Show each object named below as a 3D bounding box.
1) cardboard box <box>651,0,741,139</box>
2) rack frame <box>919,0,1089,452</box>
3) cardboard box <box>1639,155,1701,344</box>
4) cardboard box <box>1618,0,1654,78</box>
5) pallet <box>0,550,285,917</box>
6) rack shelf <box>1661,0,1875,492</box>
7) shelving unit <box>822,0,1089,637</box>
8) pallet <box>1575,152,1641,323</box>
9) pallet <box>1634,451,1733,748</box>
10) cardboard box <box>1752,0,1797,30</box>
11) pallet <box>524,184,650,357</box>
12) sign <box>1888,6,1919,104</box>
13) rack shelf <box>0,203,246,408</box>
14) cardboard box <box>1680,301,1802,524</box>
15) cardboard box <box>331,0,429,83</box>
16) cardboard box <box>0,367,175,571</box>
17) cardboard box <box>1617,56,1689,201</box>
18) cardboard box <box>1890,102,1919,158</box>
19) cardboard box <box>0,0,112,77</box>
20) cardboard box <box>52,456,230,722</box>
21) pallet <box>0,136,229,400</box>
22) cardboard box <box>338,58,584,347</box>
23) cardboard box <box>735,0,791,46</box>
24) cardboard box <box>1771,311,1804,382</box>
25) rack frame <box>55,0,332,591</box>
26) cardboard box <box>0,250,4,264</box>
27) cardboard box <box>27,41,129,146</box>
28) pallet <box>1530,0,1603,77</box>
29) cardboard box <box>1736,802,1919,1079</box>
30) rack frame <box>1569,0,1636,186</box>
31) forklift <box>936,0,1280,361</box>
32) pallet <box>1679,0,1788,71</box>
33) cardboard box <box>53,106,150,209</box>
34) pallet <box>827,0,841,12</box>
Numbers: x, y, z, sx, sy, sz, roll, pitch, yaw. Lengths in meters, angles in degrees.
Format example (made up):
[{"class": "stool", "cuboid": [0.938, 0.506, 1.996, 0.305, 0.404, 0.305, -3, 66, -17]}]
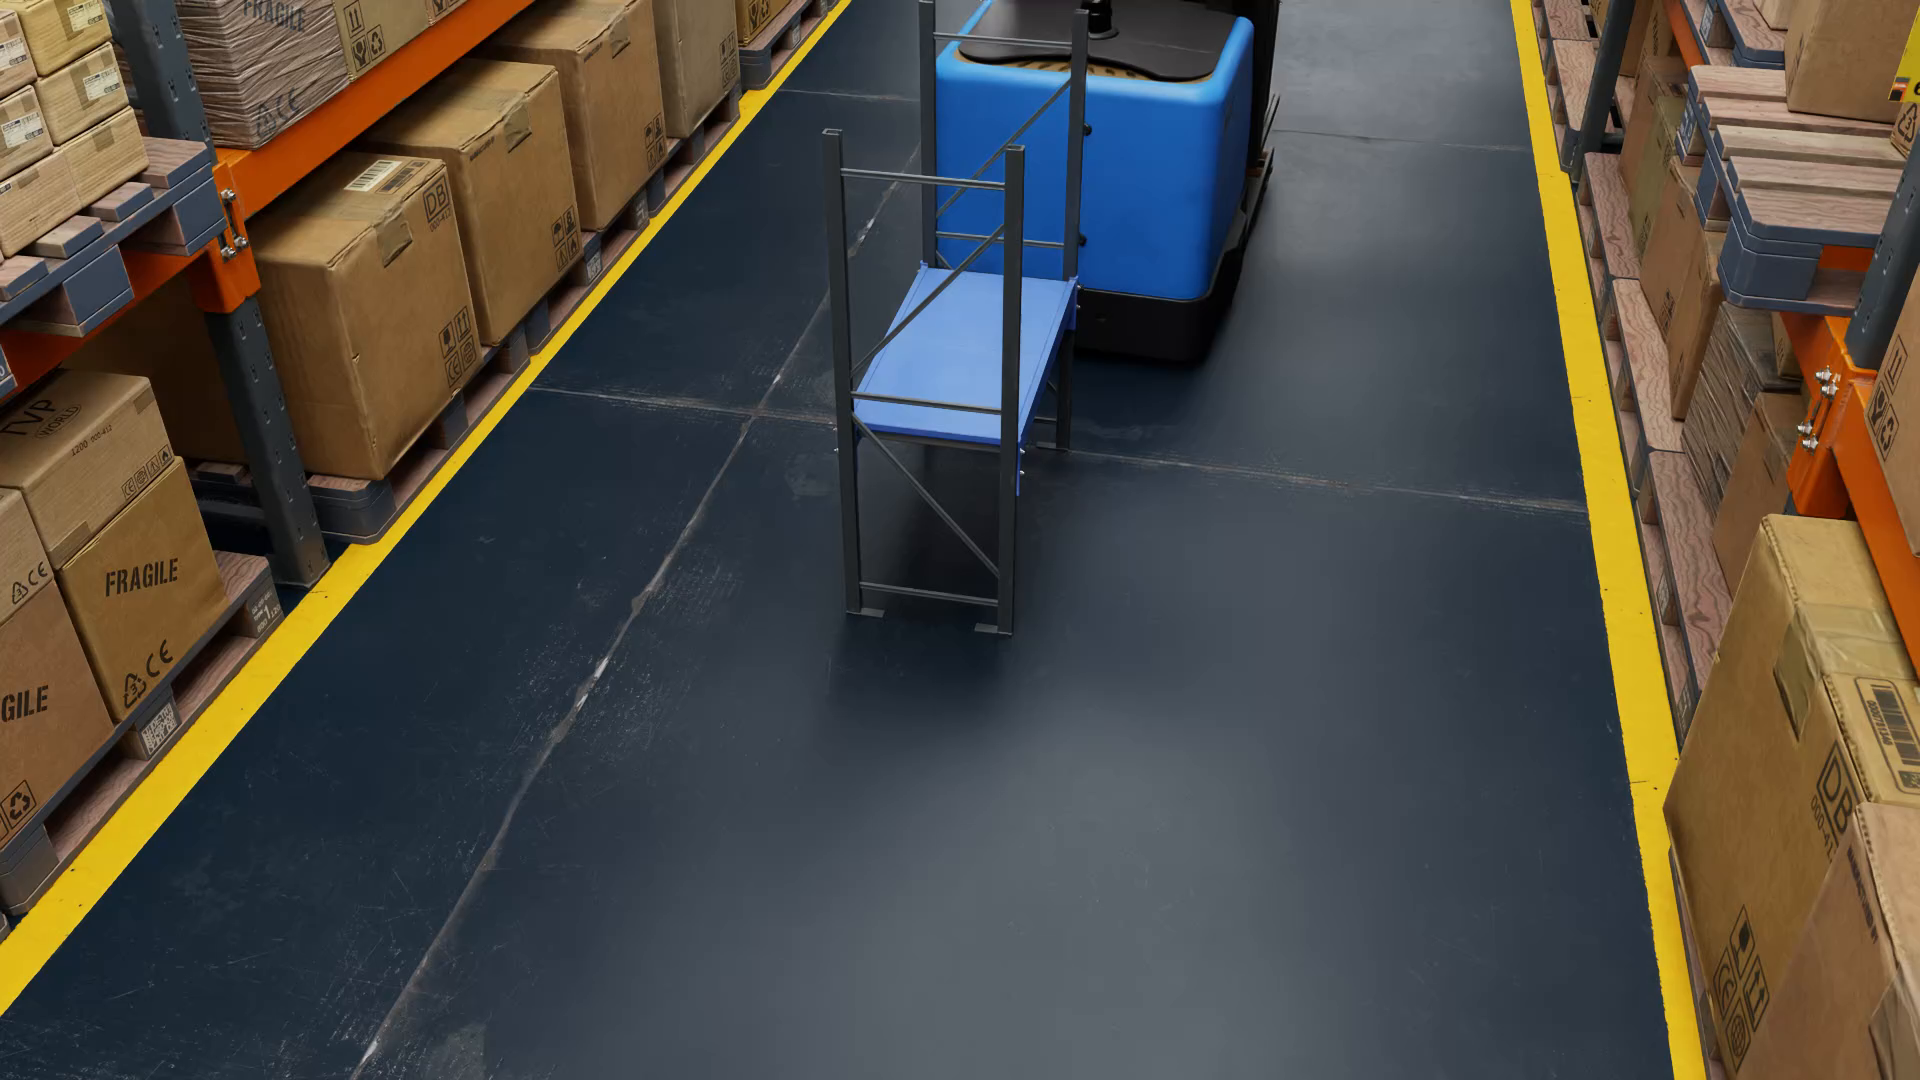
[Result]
[{"class": "cardboard box", "cuboid": [-1.632, -2.344, 7.487, 1.050, 0.750, 0.750, 7, 37, 10]}, {"class": "rack frame", "cuboid": [0.127, -0.948, 5.279, 0.500, 1.500, 0.032, 7, 37, 10]}, {"class": "cardboard box", "cuboid": [2.846, -0.997, 5.825, 0.700, 0.500, 0.500, 4, 36, 6]}, {"class": "cardboard box", "cuboid": [3.476, -2.484, 7.893, 0.500, 0.500, 0.500, 19, 40, 24]}, {"class": "pallet", "cuboid": [-2.610, 0.418, 4.493, 1.003, 0.211, 1.213, 7, 37, 10]}, {"class": "rack shelf", "cuboid": [2.810, -1.334, 5.148, 1.077, 0.370, 4.000, 7, 37, 10]}, {"class": "shelving unit", "cuboid": [0.018, -0.656, 4.877, 0.538, 1.500, 1.048, 7, 37, 10]}, {"class": "pallet", "cuboid": [3.072, -1.197, 6.721, 1.003, 0.211, 1.213, 7, 37, 10]}, {"class": "pallet", "cuboid": [2.551, 0.202, 4.791, 1.003, 0.211, 1.213, 7, 37, 10]}, {"class": "cardboard box", "cuboid": [2.475, -1.584, 4.637, 0.396, 0.266, 0.258, 6, 36, 9]}, {"class": "pallet", "cuboid": [-1.936, -1.169, 6.684, 1.003, 0.211, 1.213, 7, 37, 10]}, {"class": "sign", "cuboid": [1.851, -0.978, 3.125, 0.100, 0.325, 0.005, 7, 37, 10]}, {"class": "rack shelf", "cuboid": [-2.868, 0.279, 2.922, 1.077, 0.370, 4.000, 7, 37, 10]}, {"class": "cardboard box", "cuboid": [2.612, -0.351, 4.934, 0.700, 0.500, 0.500, 4, 36, 6]}, {"class": "cardboard box", "cuboid": [-1.976, -1.715, 4.974, 0.500, 0.500, 0.500, 7, 37, 10]}, {"class": "cardboard box", "cuboid": [-2.331, -0.195, 4.097, 0.500, 0.250, 0.500, 6, 36, 9]}, {"class": "cardboard box", "cuboid": [3.085, -1.589, 6.641, 0.700, 0.500, 0.500, 5, 36, 6]}, {"class": "cardboard box", "cuboid": [2.459, -1.004, 3.636, 0.500, 0.500, 0.500, 3, 36, 4]}, {"class": "cardboard box", "cuboid": [-2.098, -1.129, 3.601, 0.380, 0.149, 0.250, 6, 36, 8]}, {"class": "cardboard box", "cuboid": [-2.326, 0.094, 4.337, 0.500, 0.500, 0.500, 7, 37, 10]}, {"class": "pallet", "cuboid": [-2.489, -0.659, 3.767, 1.213, 0.211, 1.003, 7, 37, 10]}, {"class": "cardboard box", "cuboid": [-2.040, -1.257, 5.988, 1.050, 0.750, 0.750, 8, 37, 11]}, {"class": "cardboard box", "cuboid": [-1.384, -3.113, 8.442, 0.875, 0.875, 0.875, 8, 37, 11]}, {"class": "cardboard box", "cuboid": [2.600, -0.642, 4.696, 0.500, 0.250, 0.500, 11, 37, 15]}, {"class": "rack frame", "cuboid": [-2.441, -1.159, 4.293, 1.000, 3.000, 0.127, 7, 37, 10]}, {"class": "cardboard box", "cuboid": [-2.207, -0.597, 3.374, 0.380, 0.149, 0.250, 8, 37, 11]}, {"class": "cardboard box", "cuboid": [-2.102, -1.007, 3.686, 0.380, 0.149, 0.250, 8, 37, 11]}, {"class": "pallet", "cuboid": [3.604, -2.734, 8.843, 1.003, 0.211, 1.213, 7, 37, 10]}, {"class": "cardboard box", "cuboid": [2.017, 1.114, 2.609, 1.225, 0.875, 0.875, 7, 37, 10]}, {"class": "rack frame", "cuboid": [3.237, -2.772, 6.519, 1.000, 3.000, 0.127, 7, 37, 10]}, {"class": "forklift", "cuboid": [0.771, -2.701, 6.479, 1.130, 2.935, 3.031, 9, 37, 13]}, {"class": "pallet", "cuboid": [2.765, -1.541, 4.984, 1.003, 0.211, 1.213, 7, 37, 10]}, {"class": "cardboard box", "cuboid": [-2.098, -0.887, 3.773, 0.380, 0.149, 0.250, 8, 37, 11]}, {"class": "pallet", "cuboid": [-1.090, -3.450, 9.831, 1.003, 0.211, 1.213, 7, 37, 10]}]
